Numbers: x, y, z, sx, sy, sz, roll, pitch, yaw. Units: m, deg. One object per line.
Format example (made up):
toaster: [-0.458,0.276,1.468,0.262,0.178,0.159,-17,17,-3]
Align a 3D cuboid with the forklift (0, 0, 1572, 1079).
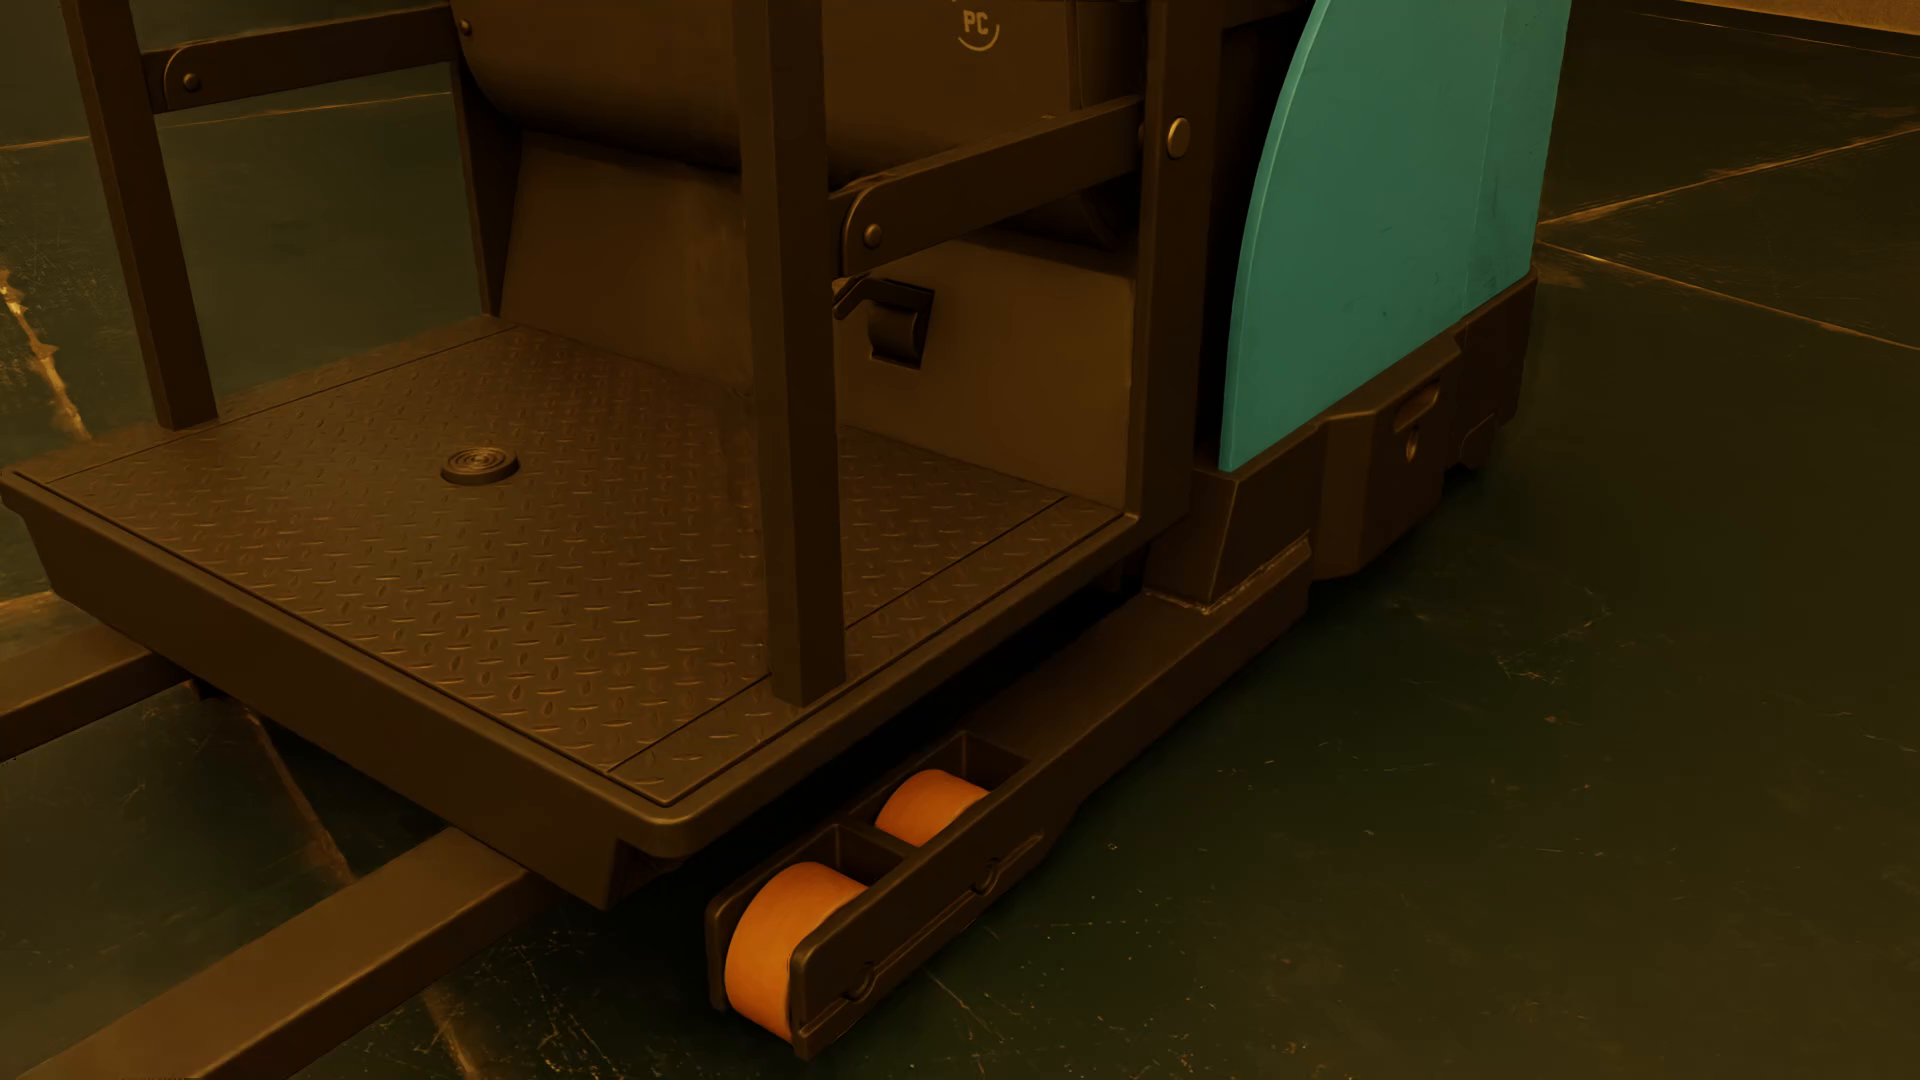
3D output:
forklift: [-0.363,-1.087,1.399,1.130,2.935,3.031,19,32,33]
